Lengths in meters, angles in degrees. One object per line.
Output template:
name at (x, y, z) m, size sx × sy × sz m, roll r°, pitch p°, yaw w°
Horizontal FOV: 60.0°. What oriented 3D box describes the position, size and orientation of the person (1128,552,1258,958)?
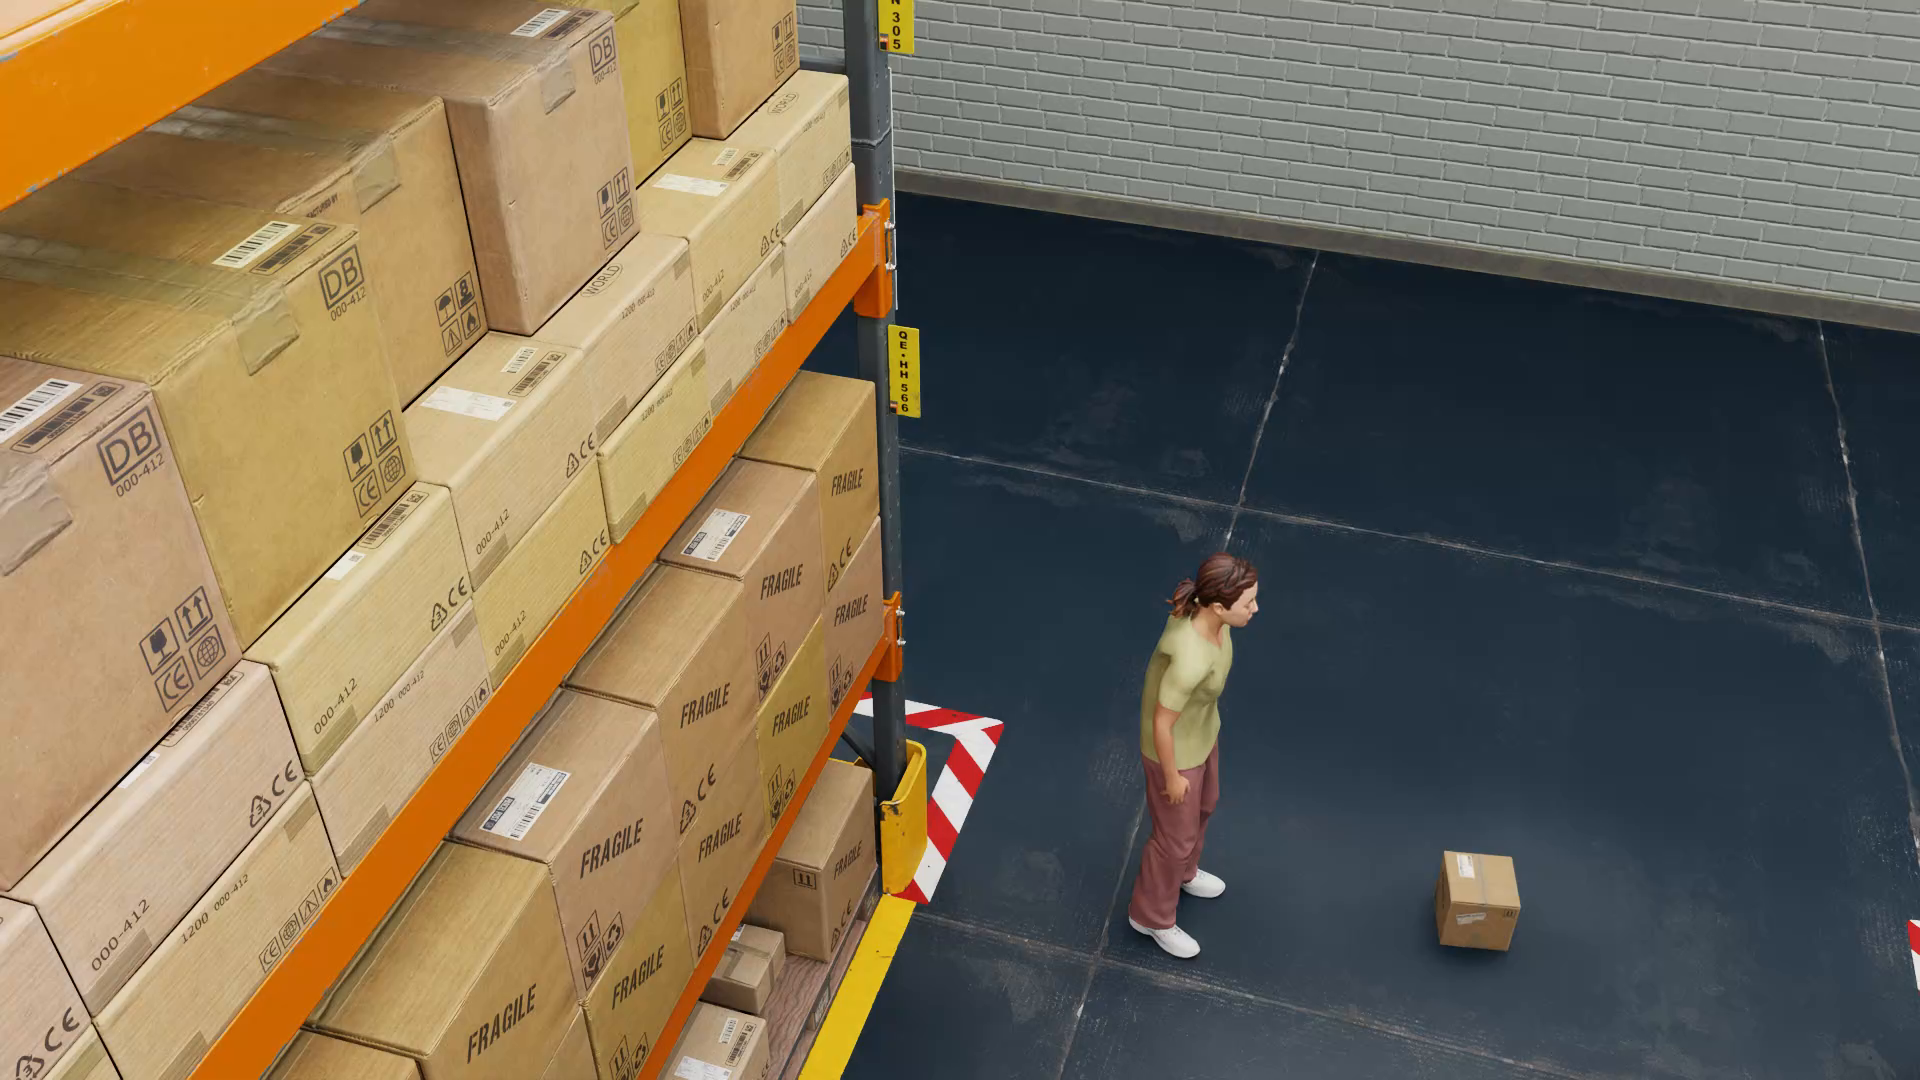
person at (0.819, 0.731, 5.928) m, size 0.358 × 1.671 × 0.518 m, roll 14°, pitch 39°, yaw 17°
